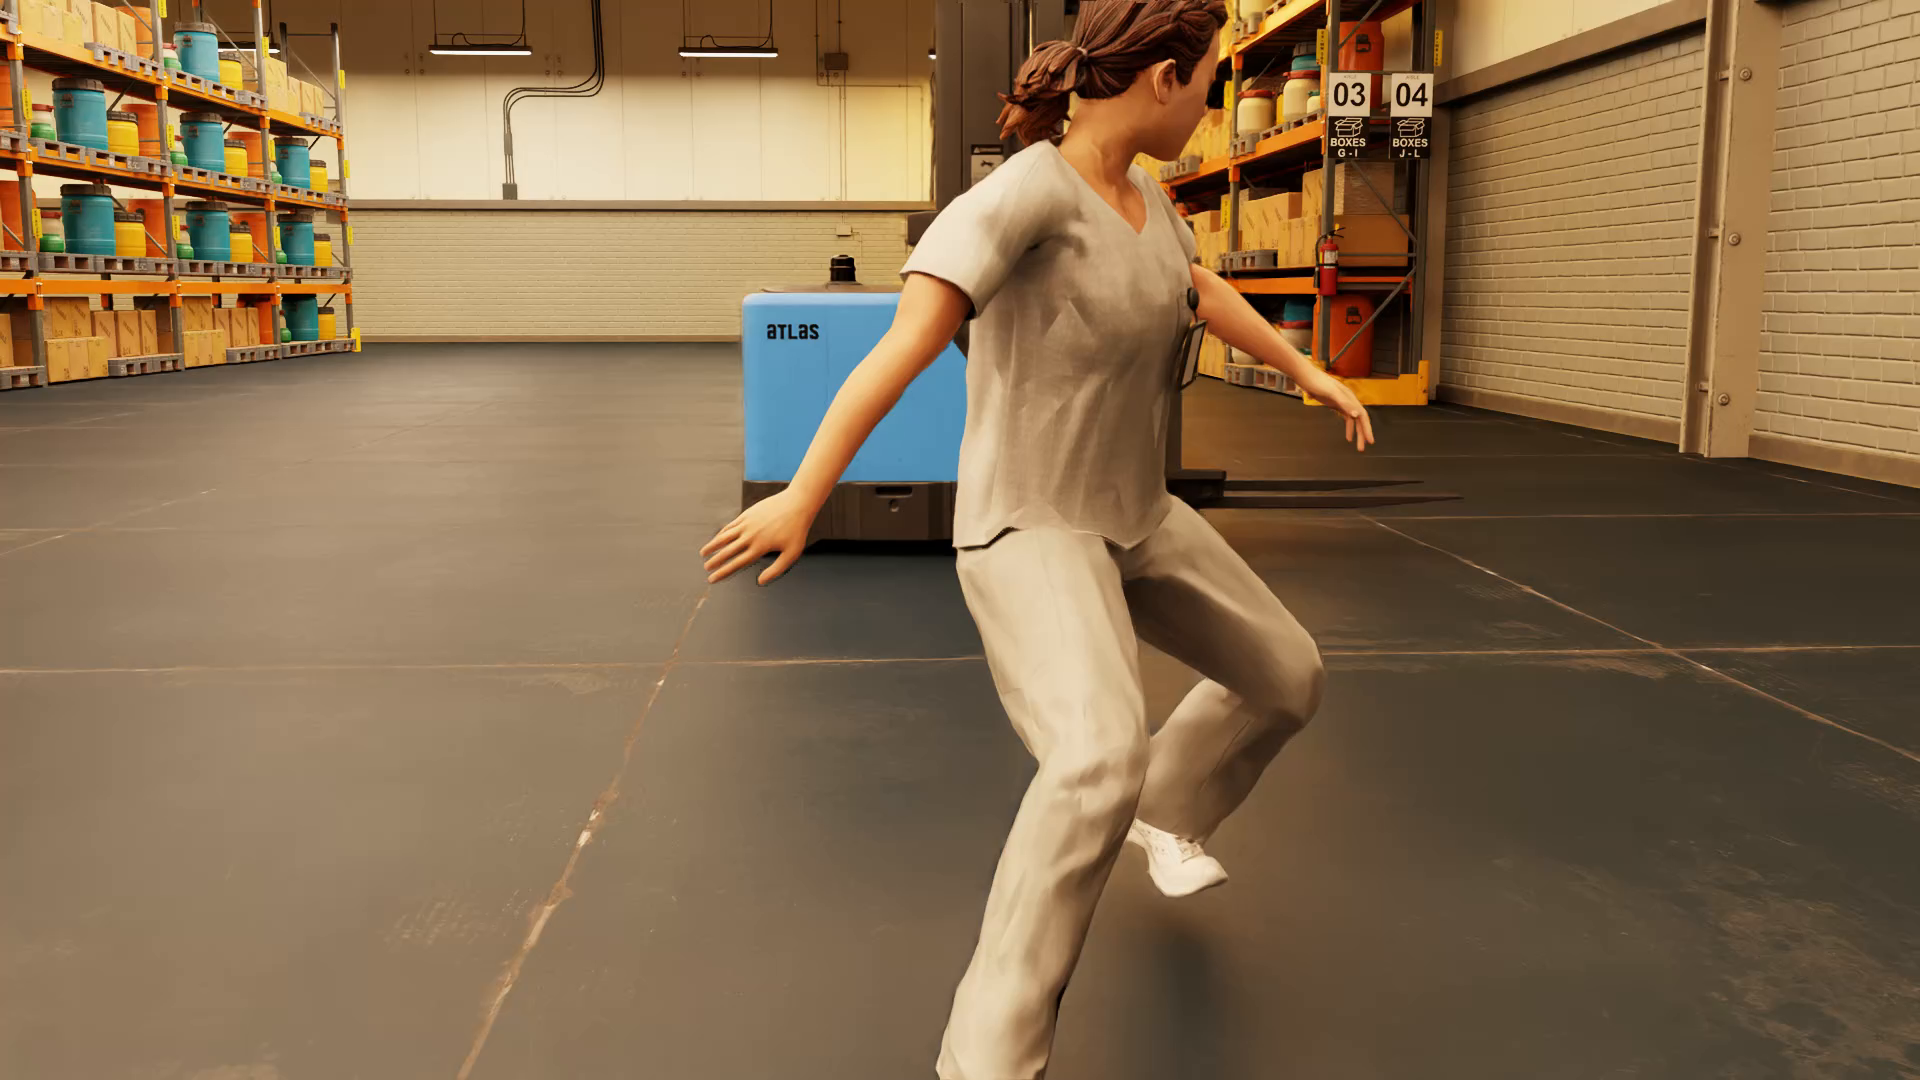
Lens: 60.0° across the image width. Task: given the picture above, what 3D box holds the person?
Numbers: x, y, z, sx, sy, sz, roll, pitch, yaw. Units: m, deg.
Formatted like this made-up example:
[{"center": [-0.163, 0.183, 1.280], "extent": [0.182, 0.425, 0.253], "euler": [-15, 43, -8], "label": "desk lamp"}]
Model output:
[{"center": [0.165, 0.004, 2.350], "extent": [0.541, 1.581, 1.083], "euler": [7, 11, 40], "label": "person"}]

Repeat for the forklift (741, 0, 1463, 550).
[{"center": [0.607, -1.457, 7.146], "extent": [3.031, 2.935, 1.130], "euler": [0, 8, 0], "label": "forklift"}]
